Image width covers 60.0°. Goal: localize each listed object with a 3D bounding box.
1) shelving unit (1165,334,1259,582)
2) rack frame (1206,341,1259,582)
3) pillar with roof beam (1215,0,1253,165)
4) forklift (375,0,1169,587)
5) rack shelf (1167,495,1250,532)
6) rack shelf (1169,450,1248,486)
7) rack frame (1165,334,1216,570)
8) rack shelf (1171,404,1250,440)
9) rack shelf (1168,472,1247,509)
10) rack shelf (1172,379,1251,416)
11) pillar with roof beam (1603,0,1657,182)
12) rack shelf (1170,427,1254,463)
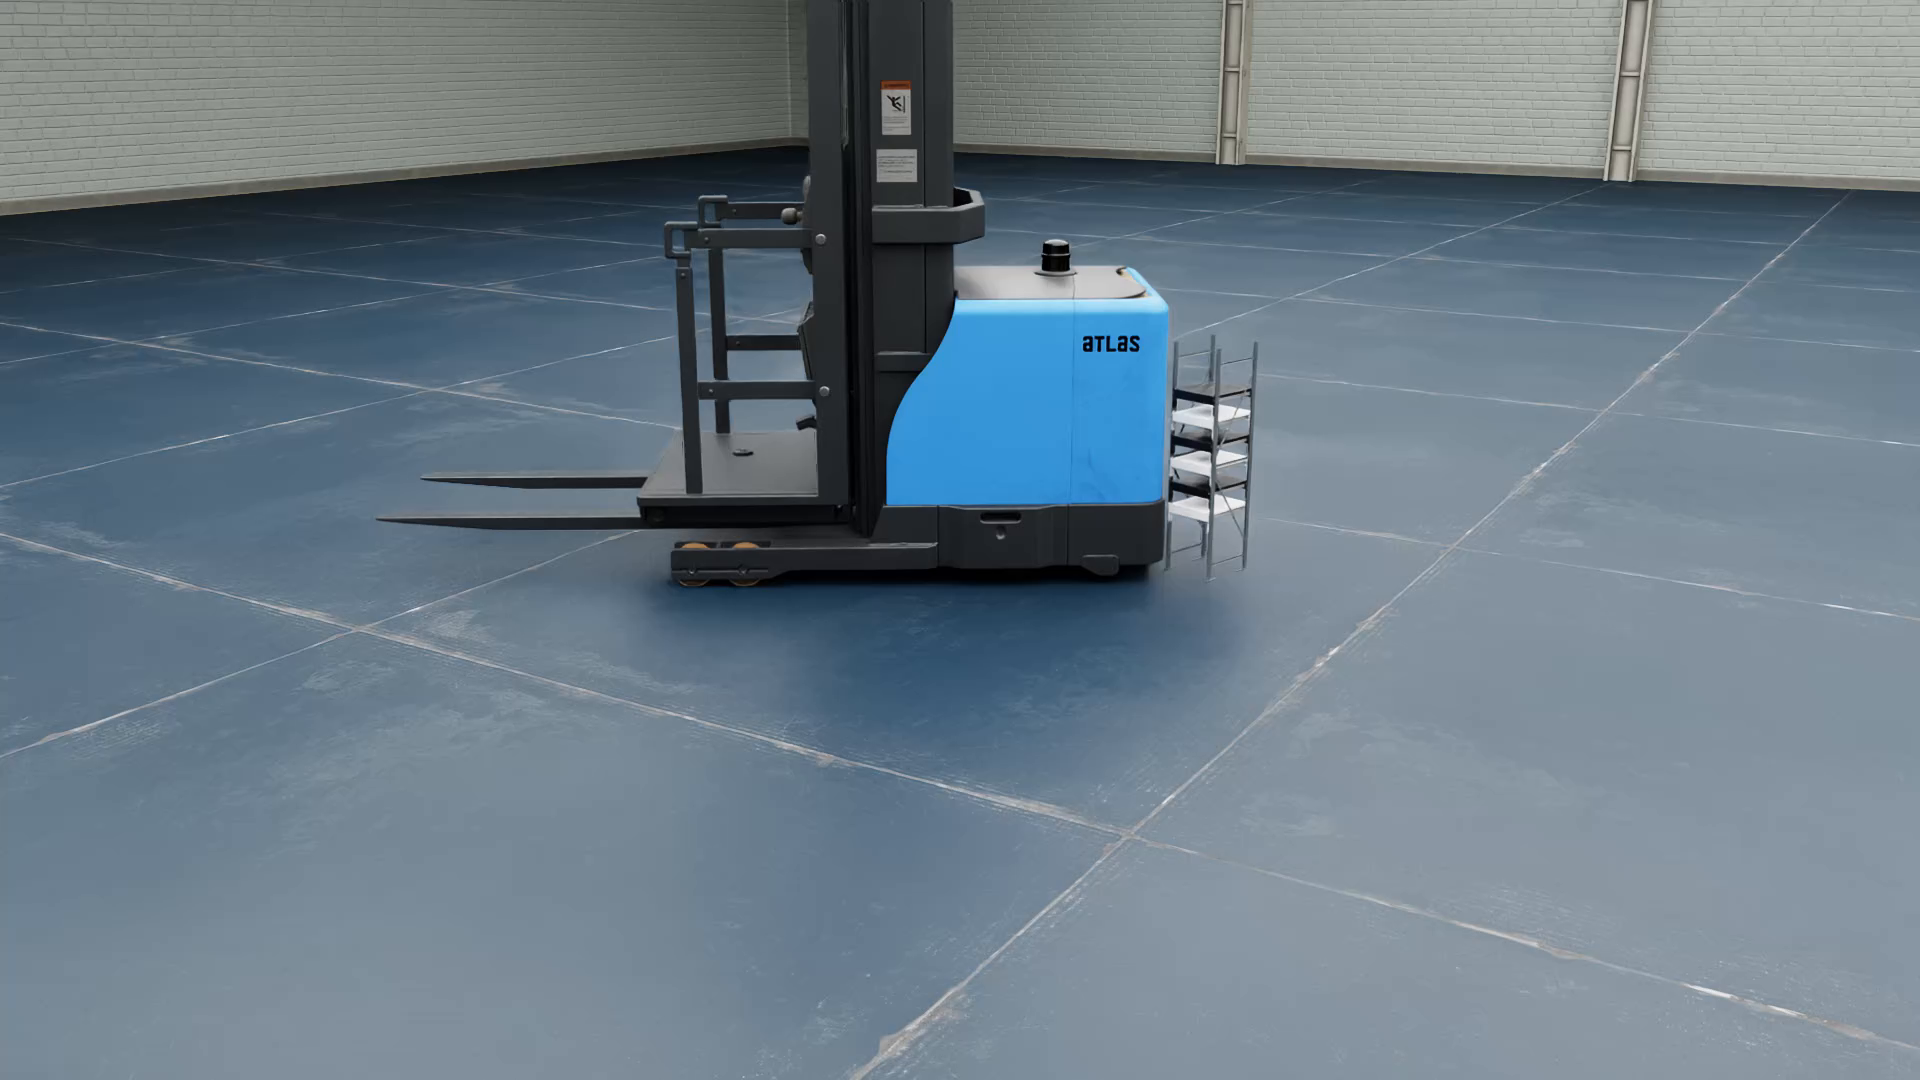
[{"bbox_3d":[0.962,-0.315,6.370,0.258,0.900,0.210,-15,22,-41],"label":"shelving unit"},{"bbox_3d":[1.031,-0.294,6.298,0.240,0.900,0.006,-15,22,-41],"label":"rack frame"},{"bbox_3d":[2.128,-9.331,22.118,0.400,9.000,9.100,10,20,30],"label":"pillar with roof beam"},{"bbox_3d":[-0.742,-1.379,6.379,3.031,2.935,1.130,0,17,-2],"label":"forklift"},{"bbox_3d":[0.961,-0.111,6.432,0.258,0.077,0.200,-15,22,-41],"label":"rack shelf"},{"bbox_3d":[0.962,-0.284,6.379,0.258,0.077,0.200,-15,22,-41],"label":"rack shelf"},{"bbox_3d":[0.893,-0.337,6.441,0.240,0.900,0.006,-15,22,-41],"label":"rack frame"},{"bbox_3d":[0.962,-0.456,6.327,0.258,0.077,0.200,-15,22,-41],"label":"rack shelf"},{"bbox_3d":[0.962,-0.197,6.405,0.258,0.077,0.200,-15,22,-41],"label":"rack shelf"},{"bbox_3d":[0.962,-0.542,6.301,0.258,0.077,0.200,-15,22,-41],"label":"rack shelf"},{"bbox_3d":[7.241,-8.419,19.114,0.400,9.000,9.100,10,20,30],"label":"pillar with roof beam"},{"bbox_3d":[0.962,-0.370,6.353,0.258,0.077,0.200,-15,22,-41],"label":"rack shelf"}]
